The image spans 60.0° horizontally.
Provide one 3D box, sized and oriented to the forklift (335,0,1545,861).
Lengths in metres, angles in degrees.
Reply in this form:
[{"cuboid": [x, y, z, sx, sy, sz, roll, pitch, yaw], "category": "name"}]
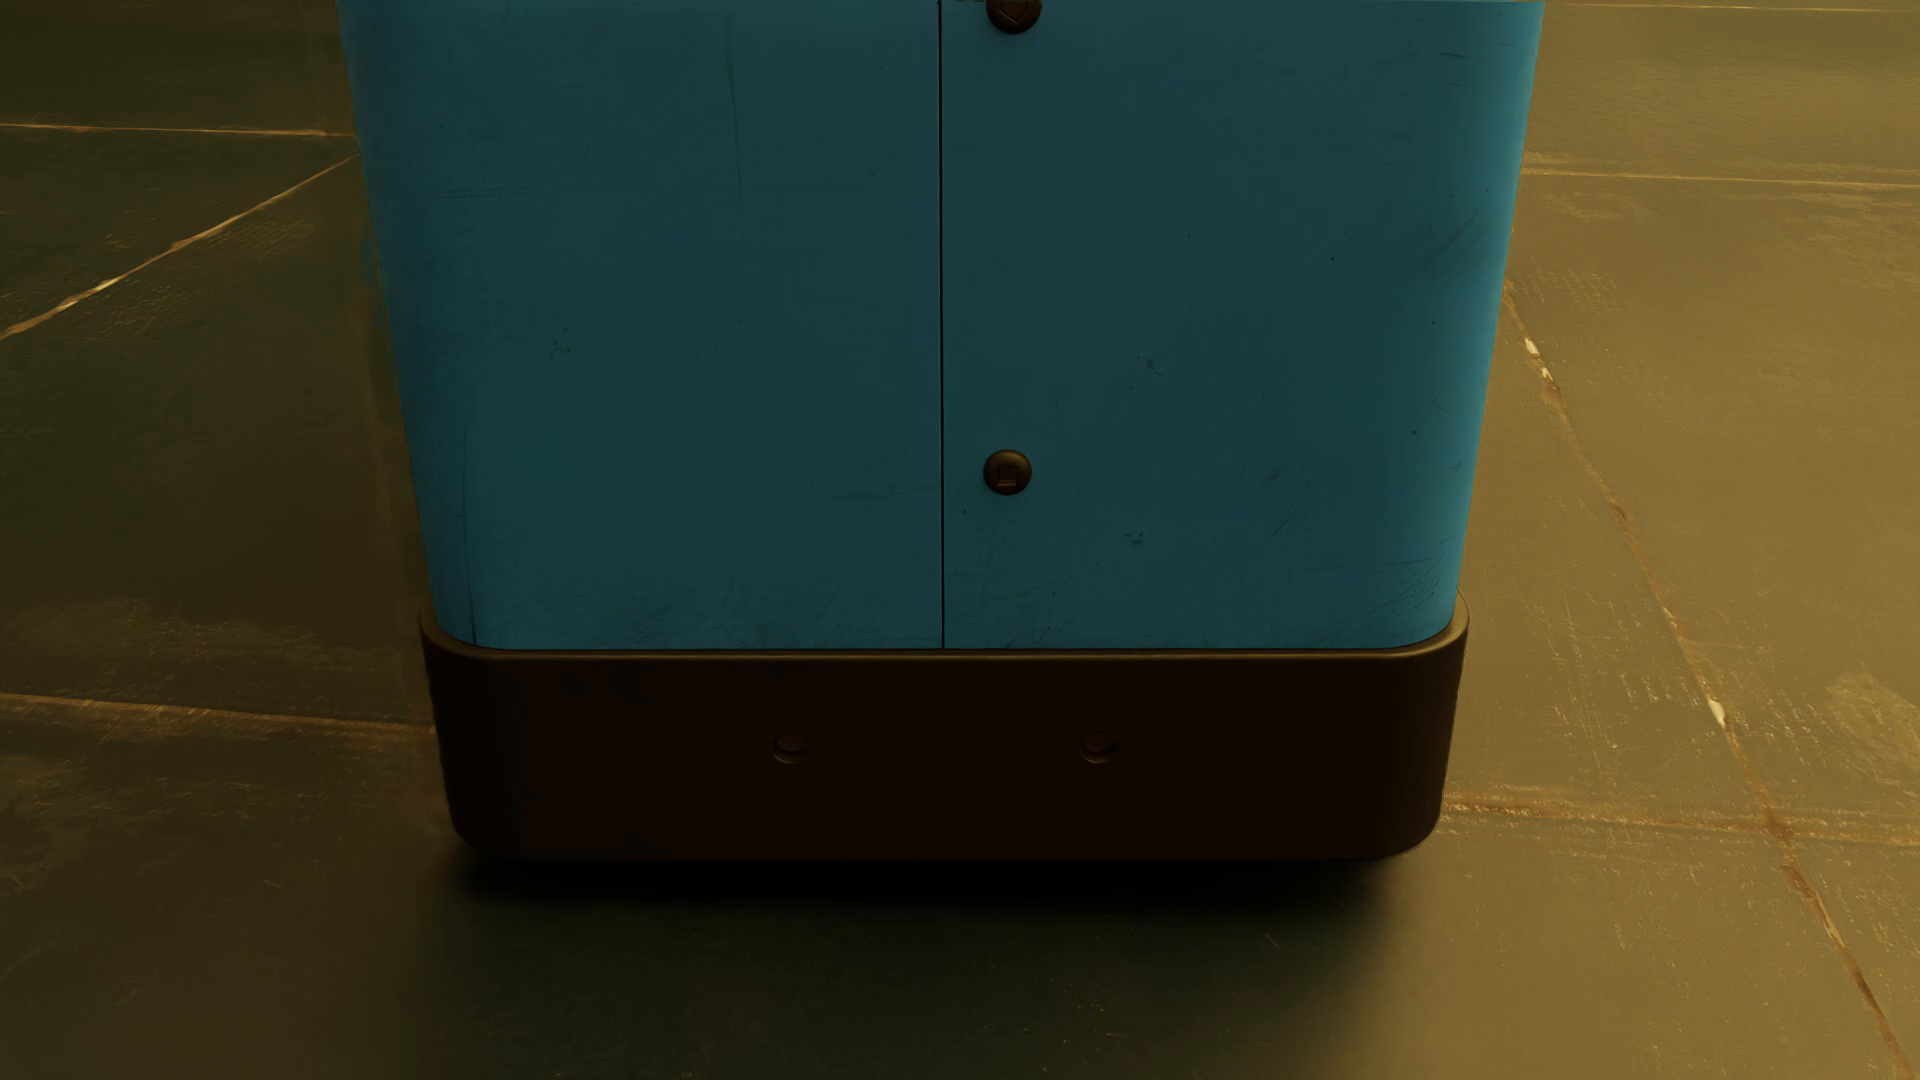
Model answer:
[{"cuboid": [-0.019, -1.598, 2.419, 1.130, 2.935, 3.031, 0, 27, 0], "category": "forklift"}]
